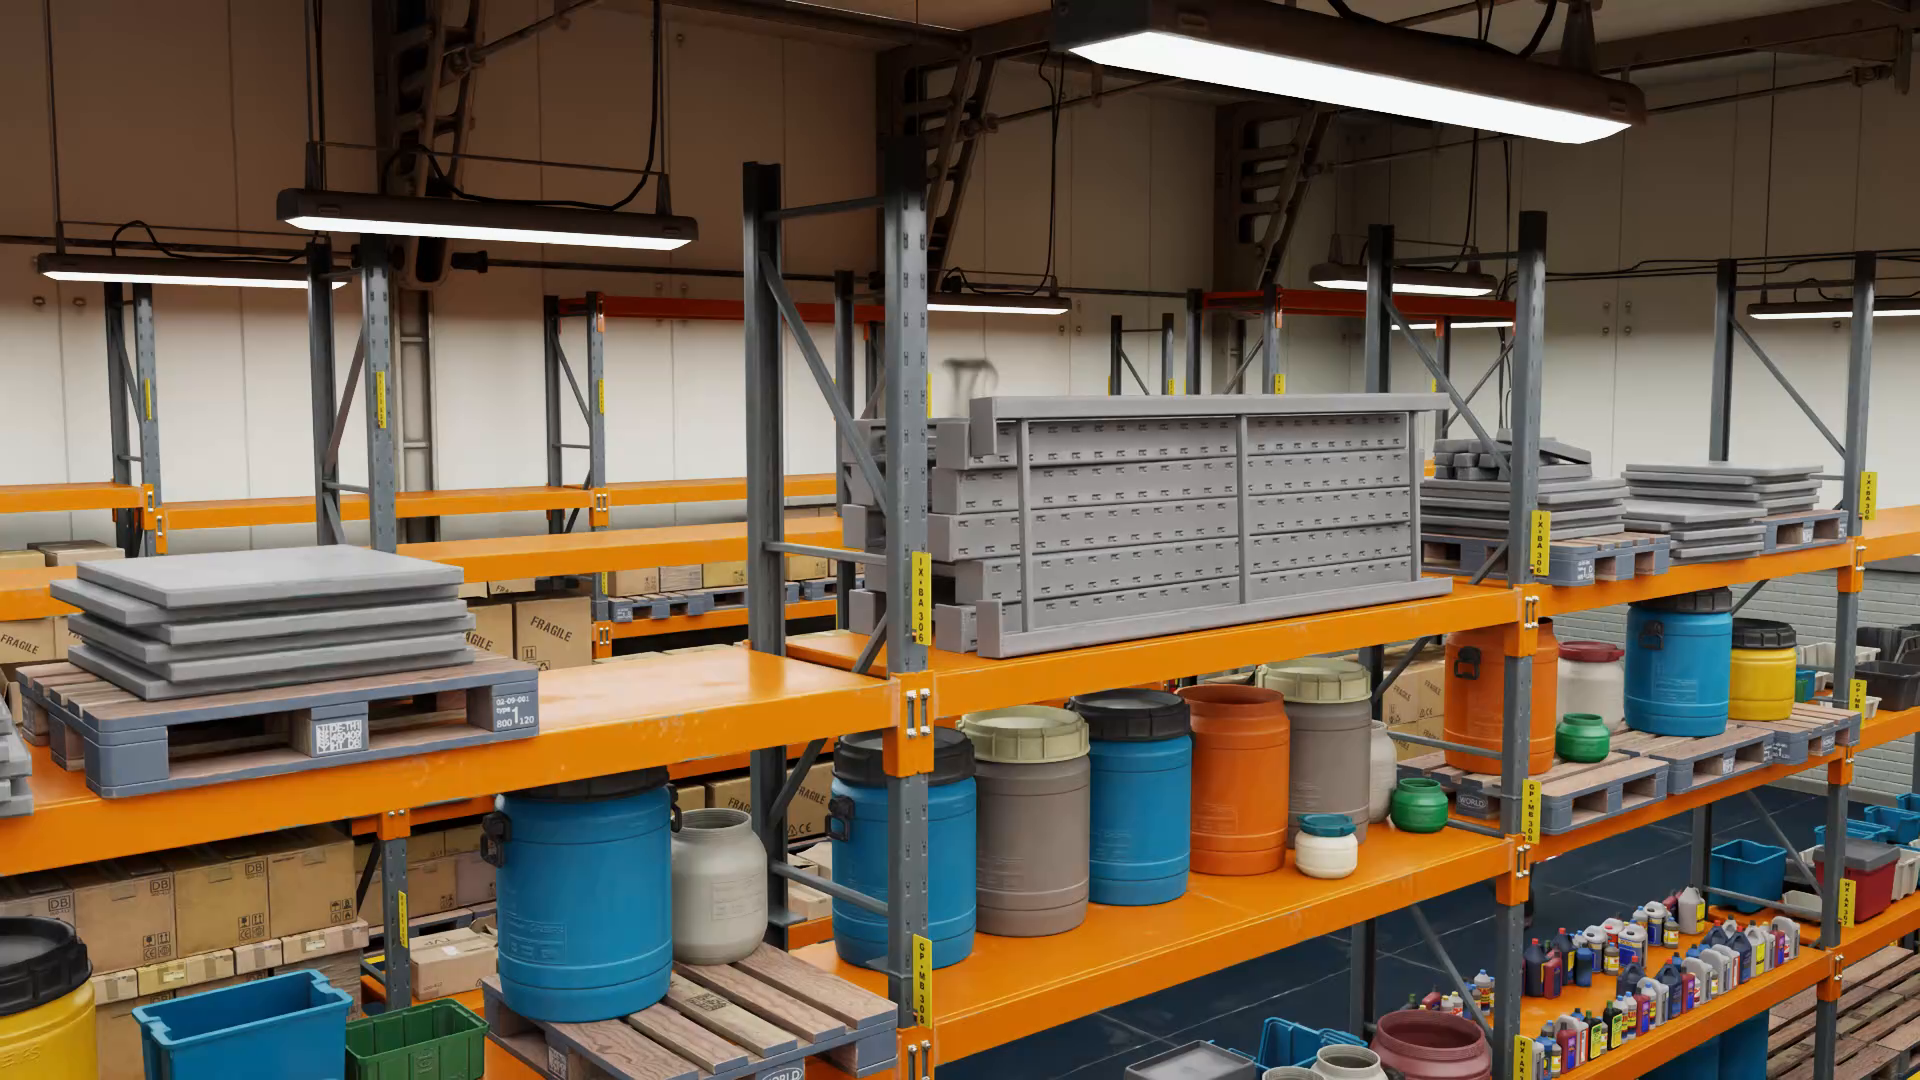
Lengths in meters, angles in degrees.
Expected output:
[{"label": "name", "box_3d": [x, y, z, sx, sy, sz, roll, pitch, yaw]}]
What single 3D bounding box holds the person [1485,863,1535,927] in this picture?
[{"label": "person", "box_3d": [5.156, 2.864, 15.443, 0.783, 1.604, 0.551, -5, 7, -43]}]
